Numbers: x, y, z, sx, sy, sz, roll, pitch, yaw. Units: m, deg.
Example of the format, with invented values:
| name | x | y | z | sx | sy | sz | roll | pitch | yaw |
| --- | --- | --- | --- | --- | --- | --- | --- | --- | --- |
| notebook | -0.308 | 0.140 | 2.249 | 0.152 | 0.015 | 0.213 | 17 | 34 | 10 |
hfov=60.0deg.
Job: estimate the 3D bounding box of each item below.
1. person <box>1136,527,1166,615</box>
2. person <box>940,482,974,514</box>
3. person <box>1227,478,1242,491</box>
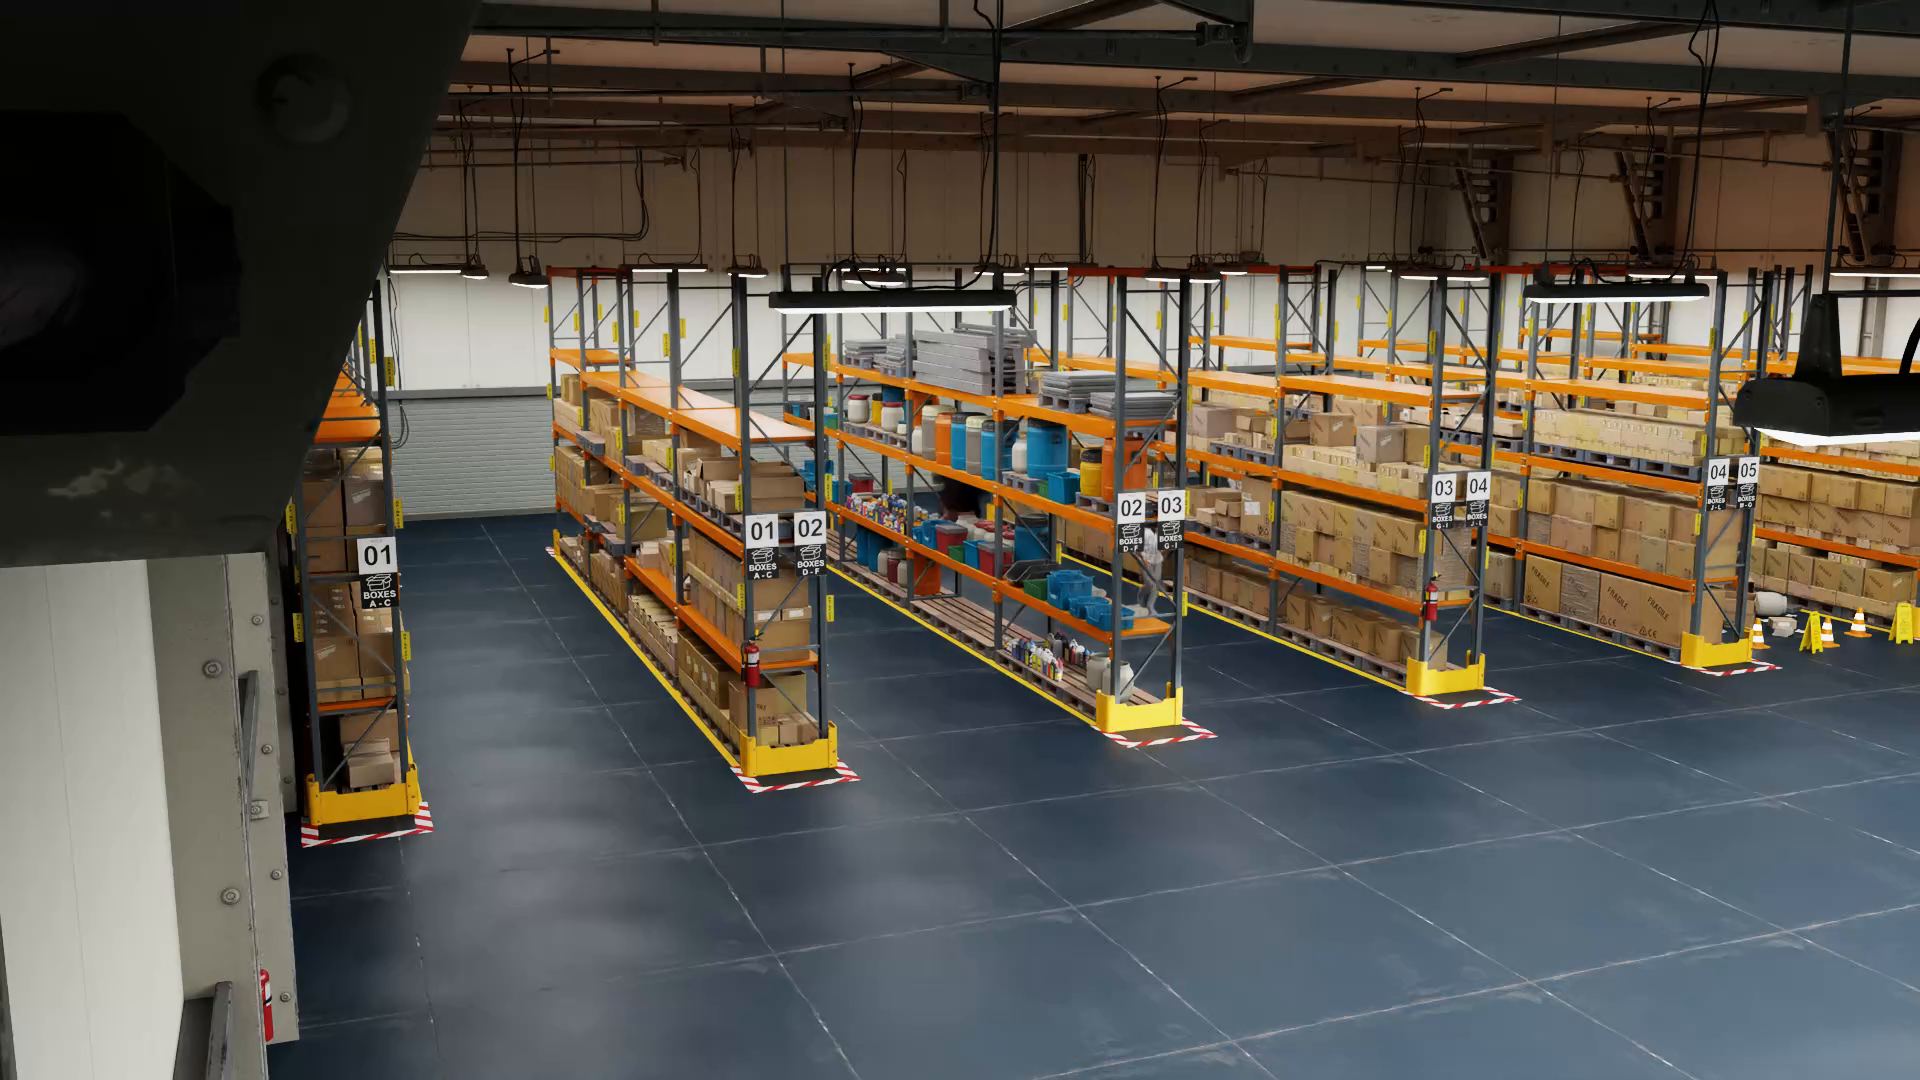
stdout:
| name | x | y | z | sx | sy | sz | roll | pitch | yaw |
| --- | --- | --- | --- | --- | --- | --- | --- | --- | --- |
| person | 3.217 | 0.391 | 27.982 | 0.599 | 1.682 | 0.624 | -5 | 11 | -26 |
| person | -0.028 | -0.370 | 33.755 | 0.604 | 1.705 | 0.914 | -5 | 11 | -29 |
| person | 6.960 | -1.851 | 42.100 | 0.775 | 1.852 | 0.664 | -4 | 11 | -21 |
